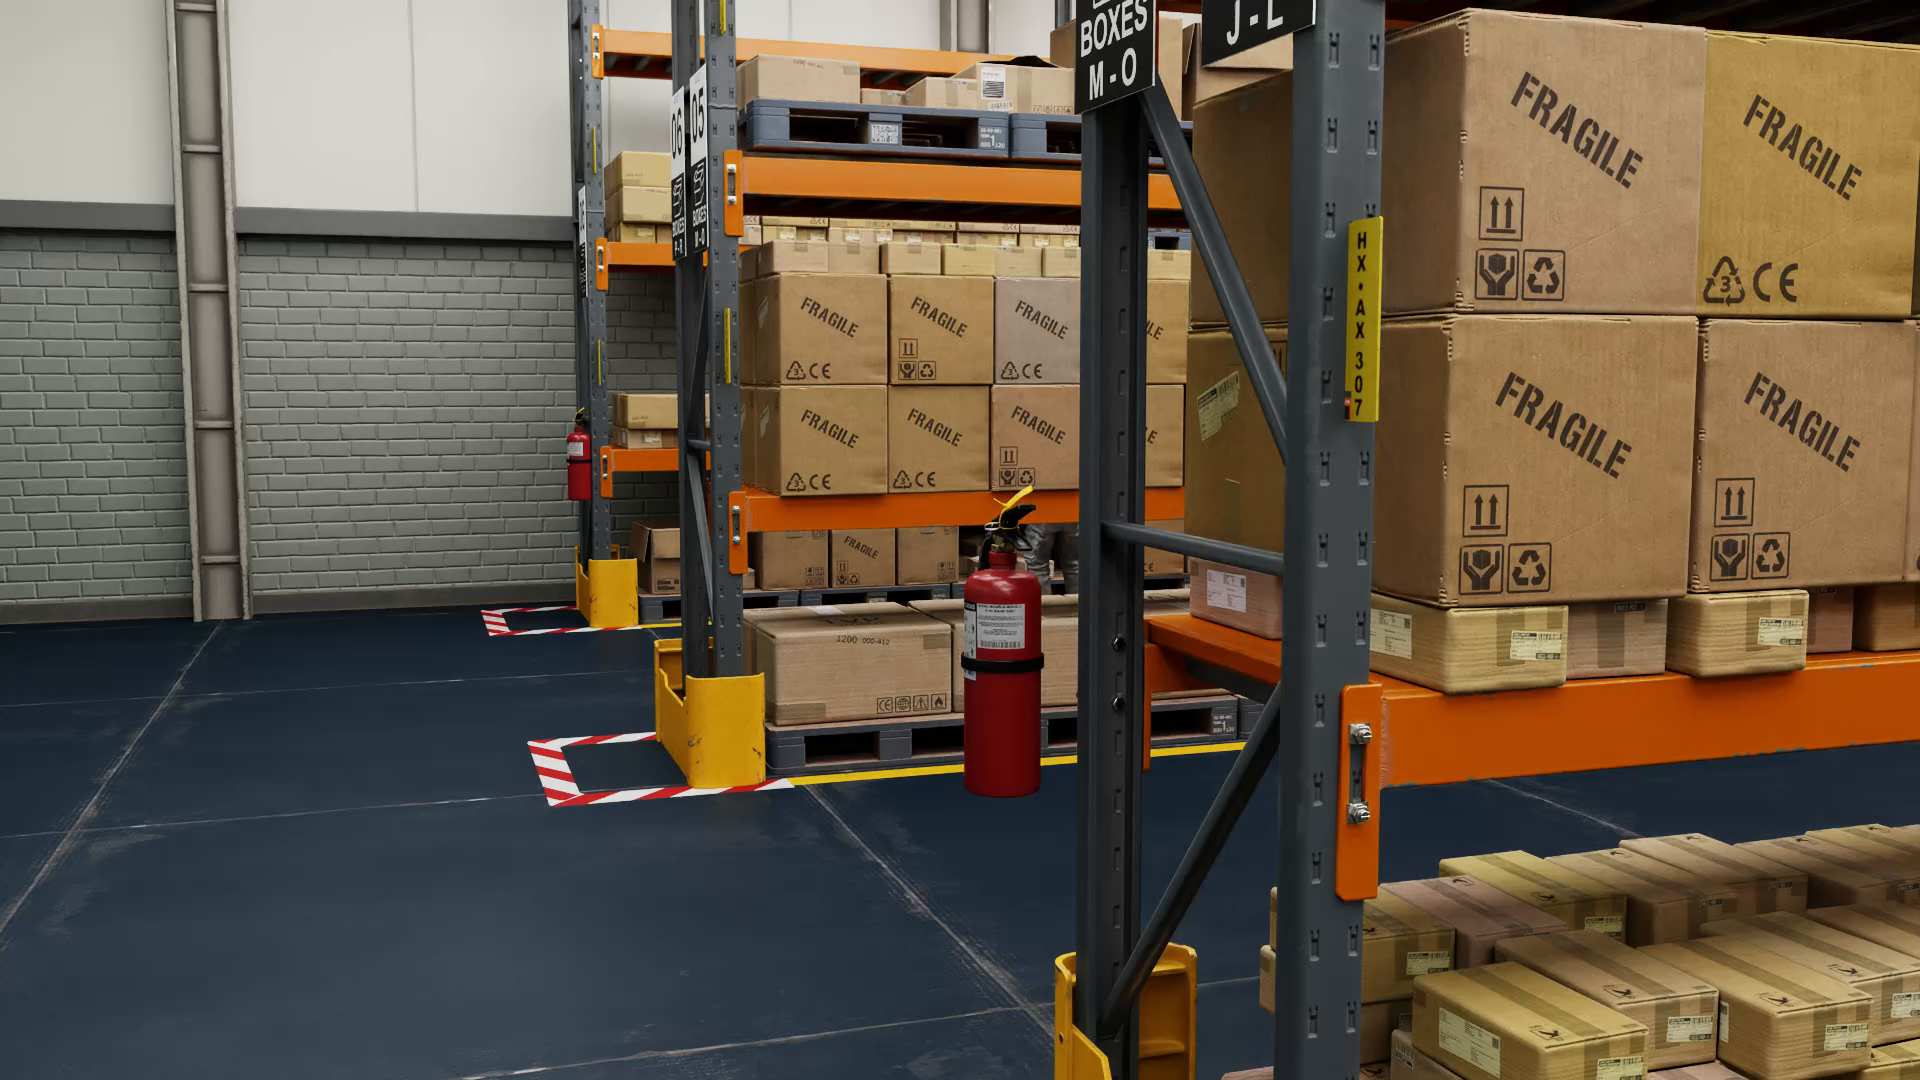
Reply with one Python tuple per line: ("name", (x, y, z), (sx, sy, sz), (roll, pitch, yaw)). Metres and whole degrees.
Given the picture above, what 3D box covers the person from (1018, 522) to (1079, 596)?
("person", (0.642, -0.181, 11.531), (0.630, 1.776, 0.443), (-2, 6, -22))
